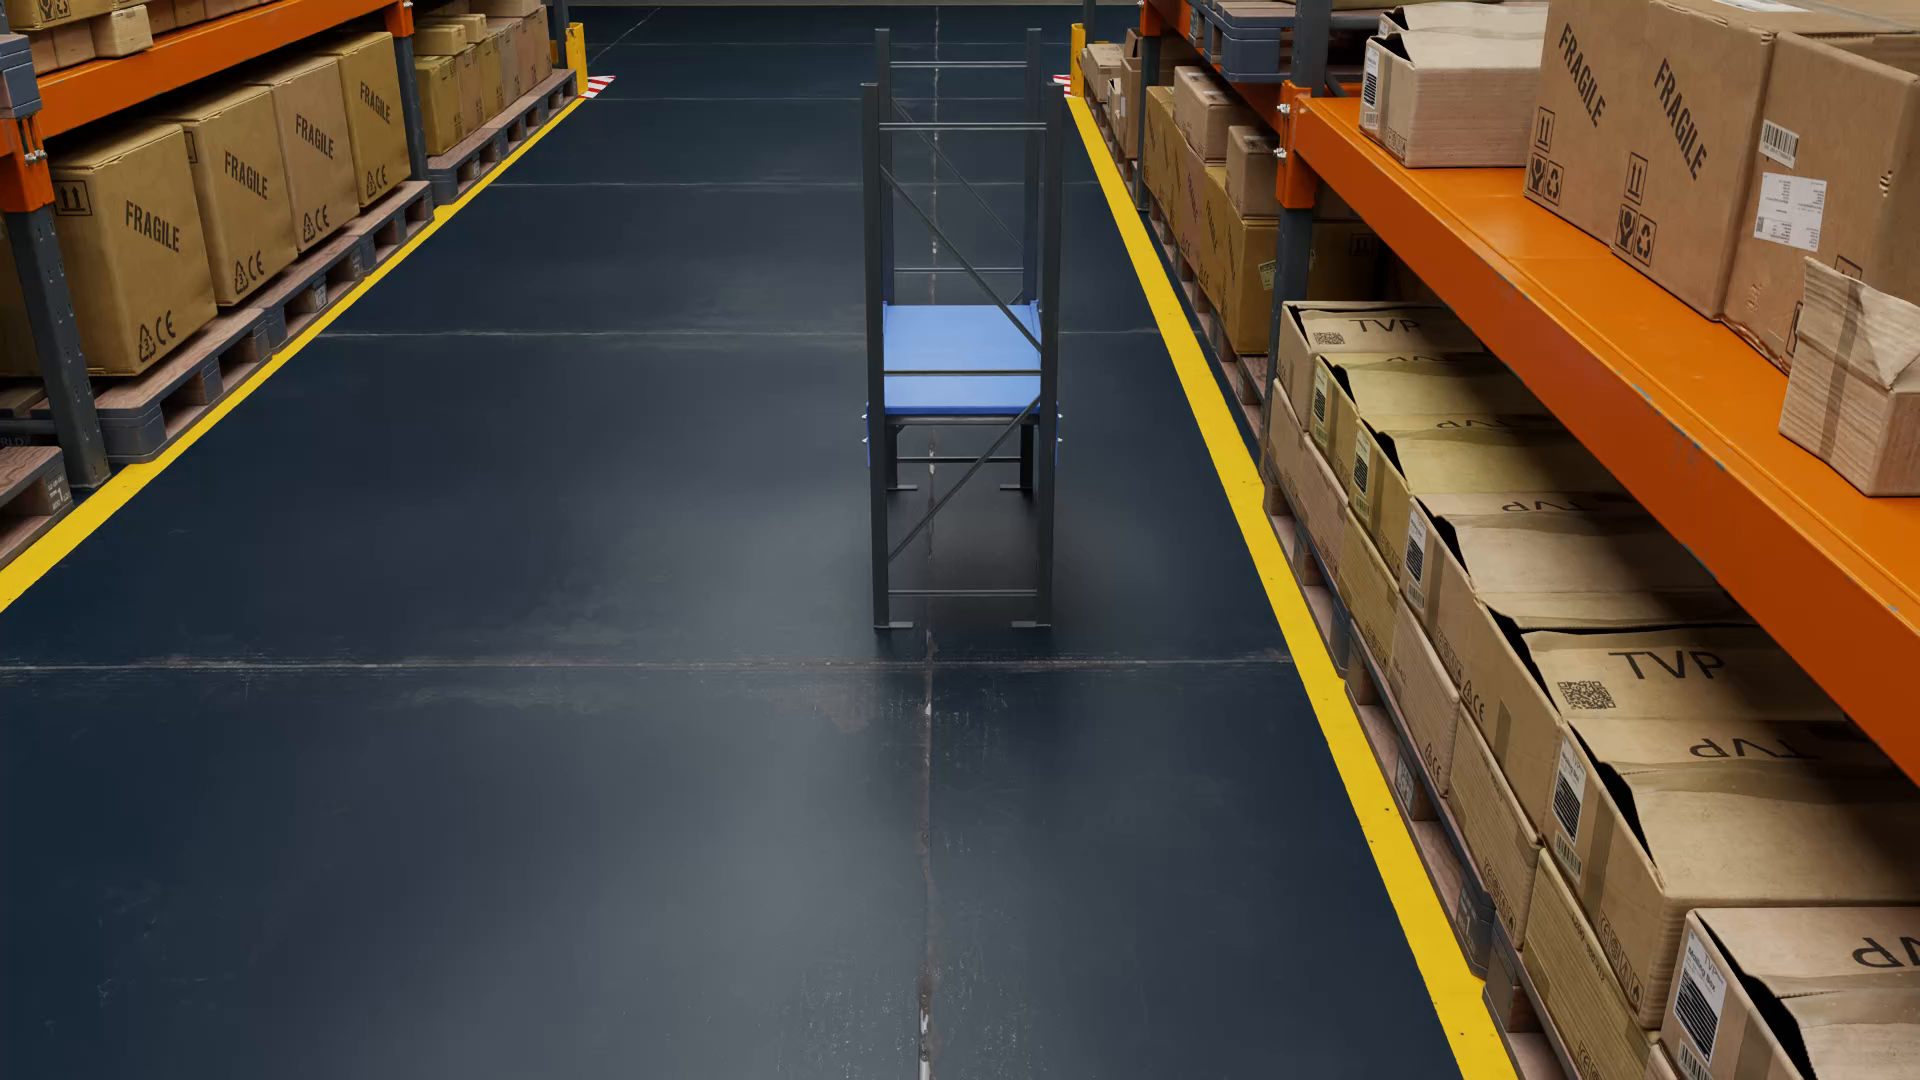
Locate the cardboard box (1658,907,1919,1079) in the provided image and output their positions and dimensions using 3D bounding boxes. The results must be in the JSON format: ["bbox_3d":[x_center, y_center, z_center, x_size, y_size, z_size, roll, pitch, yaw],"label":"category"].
[{"bbox_3d":[1.288,0.711,2.185,0.500,0.311,0.500,0,24,-1],"label":"cardboard box"}]

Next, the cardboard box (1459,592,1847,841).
[{"bbox_3d":[1.272,0.291,3.113,0.500,0.311,0.500,0,24,-1],"label":"cardboard box"}]

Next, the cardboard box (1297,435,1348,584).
[{"bbox_3d":[1.253,-0.092,4.641,0.500,0.250,0.500,-1,24,-2],"label":"cardboard box"}]

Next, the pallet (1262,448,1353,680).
[{"bbox_3d":[1.505,0.032,4.923,1.003,0.211,1.213,0,24,-1],"label":"pallet"}]

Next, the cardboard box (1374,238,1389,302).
[{"bbox_3d":[1.804,-1.044,6.417,0.500,0.500,0.500,-1,24,-2],"label":"cardboard box"}]

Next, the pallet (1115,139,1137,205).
[{"bbox_3d":[1.485,-2.238,9.943,1.003,0.211,1.213,0,24,-1],"label":"pallet"}]

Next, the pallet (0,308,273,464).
[{"bbox_3d":[-3.352,-0.609,6.340,1.003,0.211,1.213,0,24,-1],"label":"pallet"}]

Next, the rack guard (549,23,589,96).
[{"bbox_3d":[-3.506,-3.721,12.872,1.175,0.500,0.348,0,24,-1],"label":"rack guard"}]

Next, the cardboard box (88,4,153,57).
[{"bbox_3d":[-3.103,-1.799,5.868,0.380,0.149,0.250,0,24,1],"label":"cardboard box"}]

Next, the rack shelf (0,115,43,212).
[{"bbox_3d":[-3.397,-0.402,3.372,1.077,0.370,4.000,0,24,-1],"label":"rack shelf"}]

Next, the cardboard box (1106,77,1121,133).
[{"bbox_3d":[1.193,-2.744,10.406,0.500,0.311,0.500,0,24,-1],"label":"cardboard box"}]

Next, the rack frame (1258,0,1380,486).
[{"bbox_3d":[1.535,-1.578,5.099,1.000,3.000,0.127,0,24,-1],"label":"rack frame"}]

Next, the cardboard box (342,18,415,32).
[{"bbox_3d":[-3.576,-3.124,10.254,0.380,0.149,0.250,-1,24,-2],"label":"cardboard box"}]

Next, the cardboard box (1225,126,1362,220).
[{"bbox_3d":[1.285,-1.388,6.269,0.500,0.250,0.500,1,24,1],"label":"cardboard box"}]

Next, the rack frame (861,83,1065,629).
[{"bbox_3d":[0.006,-0.439,4.400,0.500,1.500,0.032,0,24,-1],"label":"rack frame"}]

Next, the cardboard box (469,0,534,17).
[{"bbox_3d":[-3.211,-3.753,11.645,0.380,0.149,0.250,0,24,1],"label":"cardboard box"}]

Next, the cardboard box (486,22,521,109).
[{"bbox_3d":[-3.386,-3.201,11.212,0.700,0.500,0.500,-1,24,-2],"label":"cardboard box"}]

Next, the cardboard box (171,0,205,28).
[{"bbox_3d":[-3.232,-2.115,6.568,0.380,0.149,0.250,0,24,0],"label":"cardboard box"}]

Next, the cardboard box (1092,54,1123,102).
[{"bbox_3d":[1.181,-3.185,11.454,0.500,0.250,0.500,0,24,-1],"label":"cardboard box"}]

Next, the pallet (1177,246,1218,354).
[{"bbox_3d":[1.554,-1.116,7.463,1.003,0.211,1.213,0,24,-1],"label":"pallet"}]

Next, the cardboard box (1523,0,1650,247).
[{"bbox_3d":[1.570,-0.932,3.549,0.500,0.500,0.500,-2,24,-3],"label":"cardboard box"}]

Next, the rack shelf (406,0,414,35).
[{"bbox_3d":[-3.484,-3.699,10.661,1.077,0.370,4.000,0,24,-1],"label":"rack shelf"}]

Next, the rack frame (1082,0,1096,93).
[{"bbox_3d":[1.448,-4.874,12.387,1.000,3.000,0.127,0,24,-1],"label":"rack frame"}]

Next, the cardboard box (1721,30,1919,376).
[{"bbox_3d":[1.581,-0.509,2.613,0.500,0.500,0.500,1,24,3],"label":"cardboard box"}]

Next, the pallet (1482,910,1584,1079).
[{"bbox_3d":[1.532,1.038,2.700,1.003,0.211,1.213,0,24,-1],"label":"pallet"}]

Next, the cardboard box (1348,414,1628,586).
[{"bbox_3d":[1.264,-0.128,4.040,0.500,0.311,0.500,-1,24,-2],"label":"cardboard box"}]

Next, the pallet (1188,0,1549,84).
[{"bbox_3d":[1.457,-1.769,5.755,1.213,0.211,1.003,0,24,-1],"label":"pallet"}]

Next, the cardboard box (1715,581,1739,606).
[{"bbox_3d":[1.805,0.072,3.598,0.500,0.311,0.500,0,24,1],"label":"cardboard box"}]

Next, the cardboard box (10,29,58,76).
[{"bbox_3d":[-3.190,-1.585,5.396,0.380,0.149,0.250,-1,24,-1],"label":"cardboard box"}]

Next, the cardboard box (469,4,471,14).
[{"bbox_3d":[-3.593,-3.752,11.643,0.380,0.149,0.250,0,24,0],"label":"cardboard box"}]

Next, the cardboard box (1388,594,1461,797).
[{"bbox_3d":[1.270,0.333,3.700,0.500,0.250,0.500,0,24,1],"label":"cardboard box"}]

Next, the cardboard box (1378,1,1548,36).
[{"bbox_3d":[1.495,-1.387,4.785,0.500,0.311,0.500,1,24,3],"label":"cardboard box"}]

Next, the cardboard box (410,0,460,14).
[{"bbox_3d":[-3.587,-3.544,11.183,0.380,0.149,0.250,0,24,0],"label":"cardboard box"}]

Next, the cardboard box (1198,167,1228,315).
[{"bbox_3d":[1.285,-1.237,6.844,0.500,0.500,0.500,-1,24,-2],"label":"cardboard box"}]

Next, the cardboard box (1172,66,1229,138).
[{"bbox_3d":[1.264,-2.017,7.659,0.500,0.250,0.500,0,24,0],"label":"cardboard box"}]

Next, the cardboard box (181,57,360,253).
[{"bbox_3d":[-3.312,-1.781,7.646,0.750,0.750,0.750,0,24,1],"label":"cardboard box"}]

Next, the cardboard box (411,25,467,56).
[{"bbox_3d":[-3.189,-3.001,9.981,0.380,0.149,0.250,1,24,1],"label":"cardboard box"}]

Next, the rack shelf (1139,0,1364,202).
[{"bbox_3d":[1.513,-2.074,7.069,1.077,0.370,4.000,0,24,-1],"label":"rack shelf"}]

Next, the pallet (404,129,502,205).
[{"bbox_3d":[-3.392,-2.245,9.958,1.003,0.211,1.213,0,24,-1],"label":"pallet"}]

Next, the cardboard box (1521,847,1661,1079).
[{"bbox_3d":[1.280,0.754,2.770,0.500,0.250,0.500,-1,24,-1],"label":"cardboard box"}]

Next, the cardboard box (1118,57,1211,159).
[{"bbox_3d":[1.201,-2.521,9.684,0.500,0.500,0.500,0,24,-1],"label":"cardboard box"}]

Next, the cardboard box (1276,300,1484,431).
[{"bbox_3d":[1.247,-0.555,4.983,0.500,0.311,0.500,1,24,1],"label":"cardboard box"}]

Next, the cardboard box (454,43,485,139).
[{"bbox_3d":[-3.370,-2.770,10.259,0.700,0.500,0.500,0,24,-1],"label":"cardboard box"}]

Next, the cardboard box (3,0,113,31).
[{"bbox_3d":[-3.168,-1.945,5.405,0.500,0.500,0.500,0,24,1],"label":"cardboard box"}]

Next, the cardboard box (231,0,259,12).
[{"bbox_3d":[-3.214,-2.326,7.033,0.380,0.149,0.250,0,24,1],"label":"cardboard box"}]

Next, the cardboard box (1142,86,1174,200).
[{"bbox_3d":[1.253,-2.087,8.724,0.500,0.500,0.500,-1,24,-3],"label":"cardboard box"}]

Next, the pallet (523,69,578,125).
[{"bbox_3d":[-3.419,-3.251,12.182,1.003,0.211,1.213,0,24,-1],"label":"pallet"}]

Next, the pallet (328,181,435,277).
[{"bbox_3d":[-3.378,-1.614,8.563,1.003,0.211,1.213,0,24,-1],"label":"pallet"}]

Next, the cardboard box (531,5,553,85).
[{"bbox_3d":[-3.398,-3.615,12.126,0.700,0.500,0.500,0,24,-1],"label":"cardboard box"}]

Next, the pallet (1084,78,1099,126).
[{"bbox_3d":[1.458,-3.244,12.166,1.003,0.211,1.213,0,24,-1],"label":"pallet"}]

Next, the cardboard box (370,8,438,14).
[{"bbox_3d":[-3.582,-3.334,10.719,0.380,0.149,0.250,-1,24,-2],"label":"cardboard box"}]

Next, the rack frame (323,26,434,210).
[{"bbox_3d":[-3.462,-3.202,8.690,1.000,3.000,0.127,0,24,-1],"label":"rack frame"}]

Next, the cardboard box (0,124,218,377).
[{"bbox_3d":[-3.295,-1.069,6.074,0.750,0.750,0.750,-1,24,-1],"label":"cardboard box"}]

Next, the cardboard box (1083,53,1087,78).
[{"bbox_3d":[1.111,-3.507,12.268,0.380,0.166,0.250,0,24,-1],"label":"cardboard box"}]

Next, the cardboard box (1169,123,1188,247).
[{"bbox_3d":[1.268,-1.661,7.783,0.500,0.500,0.500,0,24,0],"label":"cardboard box"}]

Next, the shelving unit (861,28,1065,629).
[{"bbox_3d":[0.001,-0.648,4.863,0.538,1.500,1.048,0,24,-1],"label":"shelving unit"}]
